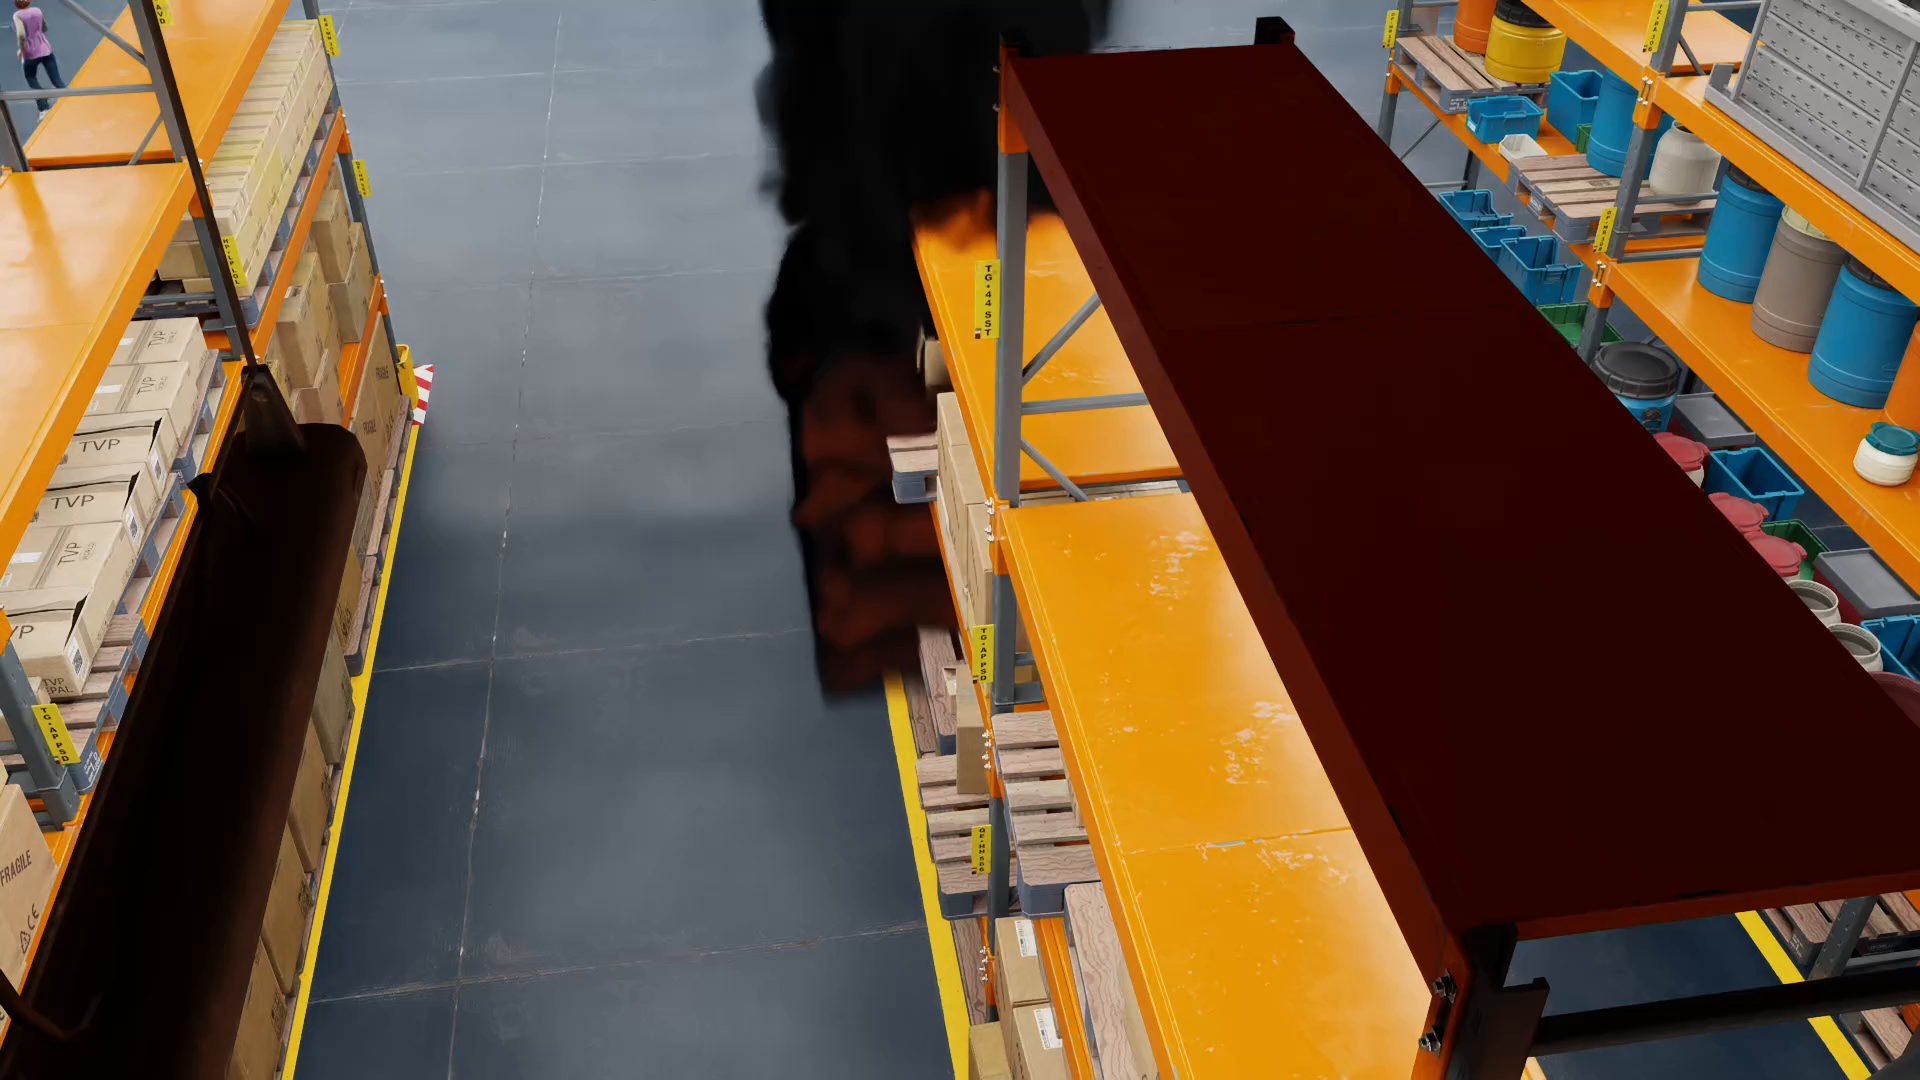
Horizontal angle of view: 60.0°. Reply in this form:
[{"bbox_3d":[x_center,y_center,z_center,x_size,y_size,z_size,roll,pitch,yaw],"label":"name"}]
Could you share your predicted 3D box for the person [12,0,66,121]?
[{"bbox_3d":[-11.062,-5.785,19.975,0.724,1.646,0.510,23,42,28],"label":"person"}]
